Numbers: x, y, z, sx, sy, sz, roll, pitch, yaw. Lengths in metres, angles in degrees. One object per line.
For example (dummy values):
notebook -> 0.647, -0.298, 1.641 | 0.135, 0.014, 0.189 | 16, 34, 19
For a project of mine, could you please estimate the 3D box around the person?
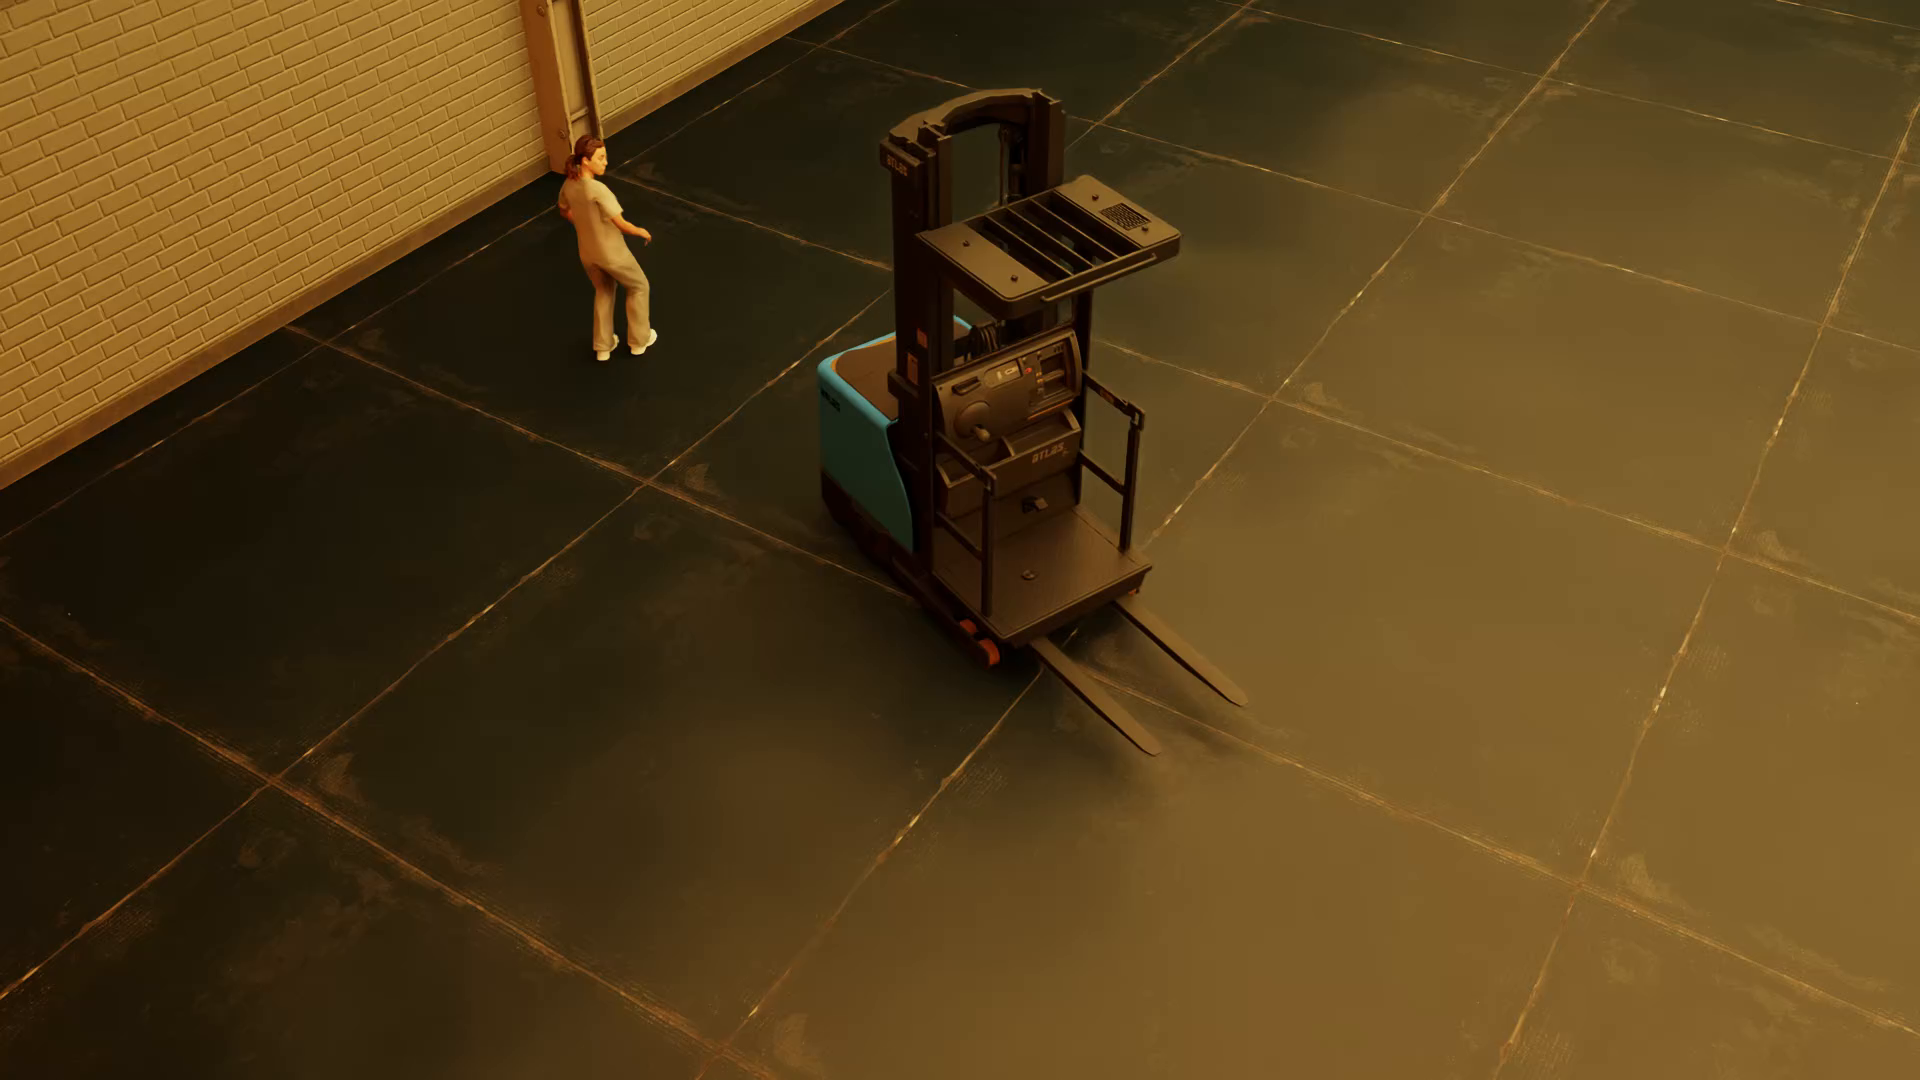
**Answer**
person -> -2.405, -1.992, 11.342 | 0.644, 1.626, 0.472 | 19, 44, 21

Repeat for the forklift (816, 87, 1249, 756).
forklift -> 0.396, -0.757, 8.860 | 1.130, 2.935, 3.031 | -25, 46, -26
